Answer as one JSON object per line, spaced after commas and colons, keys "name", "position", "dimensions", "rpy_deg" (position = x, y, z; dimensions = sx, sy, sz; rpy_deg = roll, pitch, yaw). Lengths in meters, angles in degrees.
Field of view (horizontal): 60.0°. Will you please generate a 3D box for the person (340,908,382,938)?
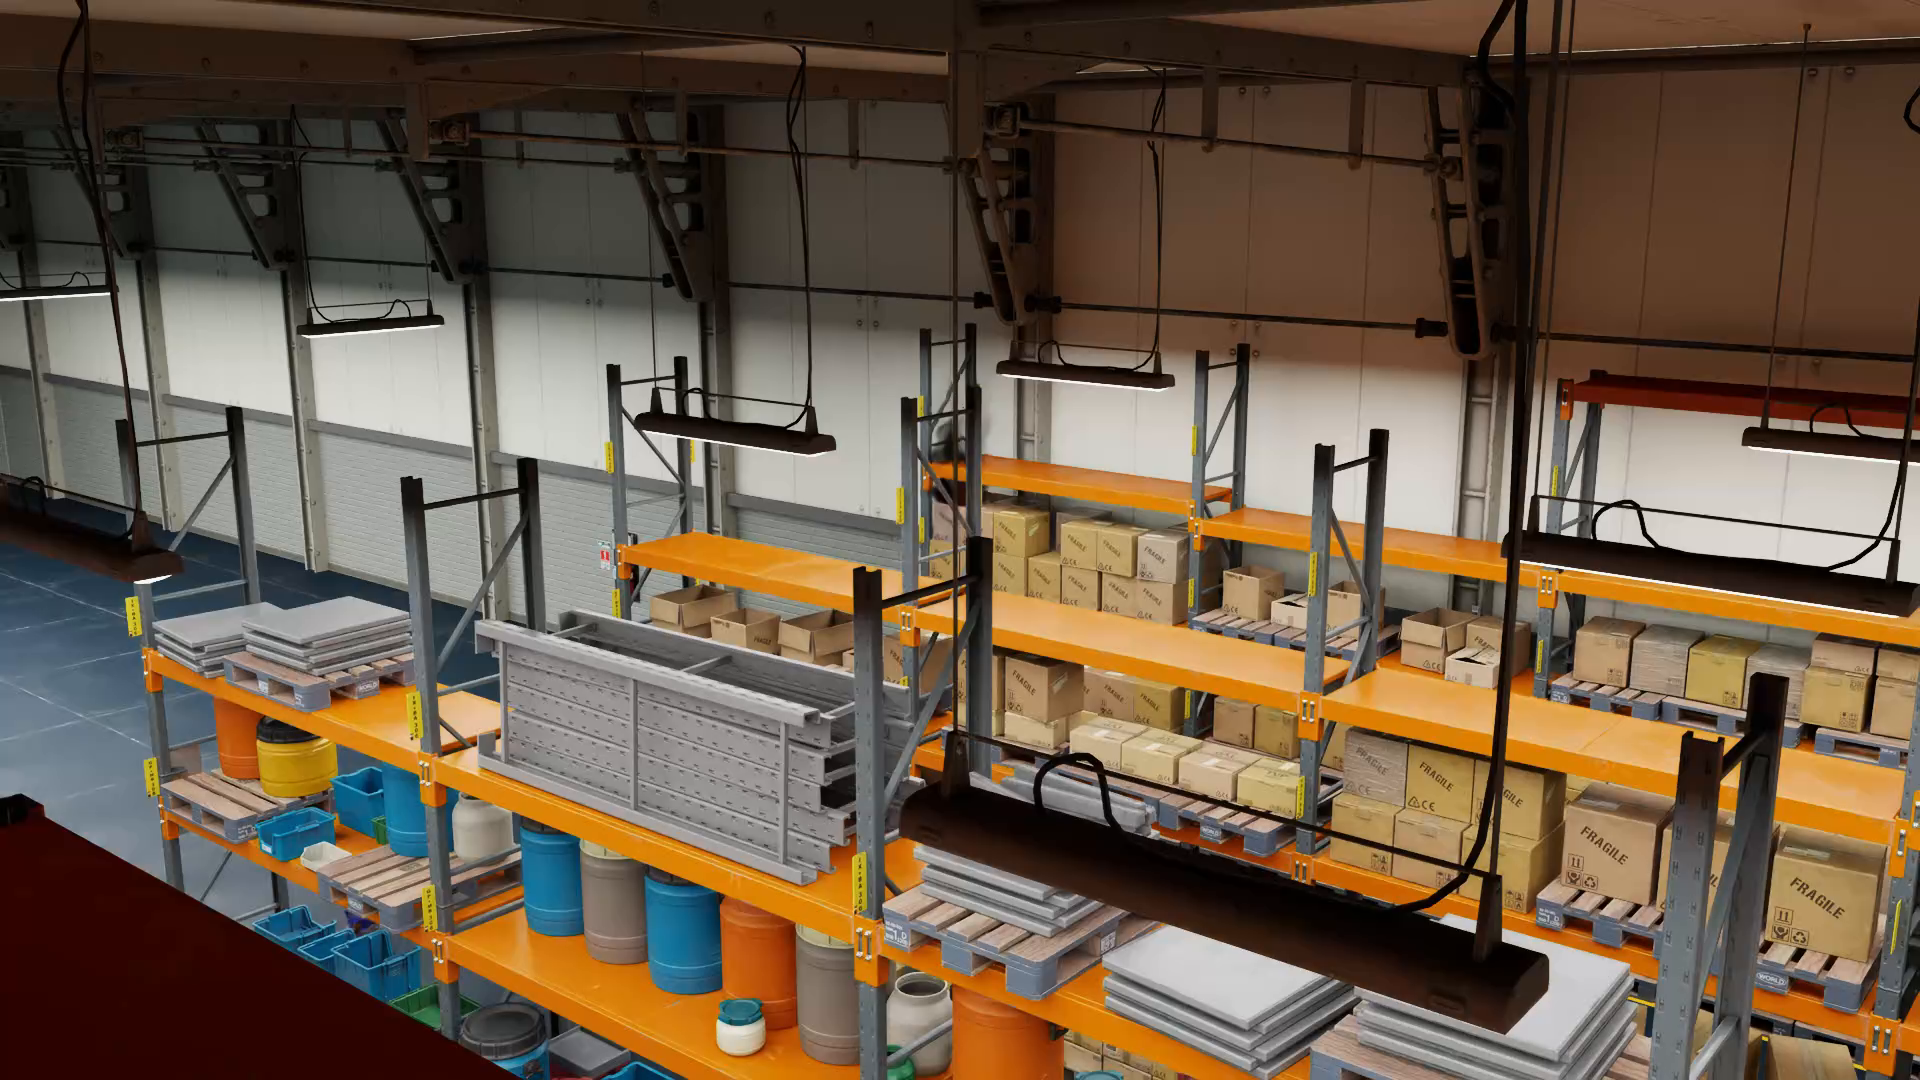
{"name": "person", "position": [-5.615, 3.808, 15.836], "dimensions": [0.585, 1.611, 0.612], "rpy_deg": [2, 13, 11]}
